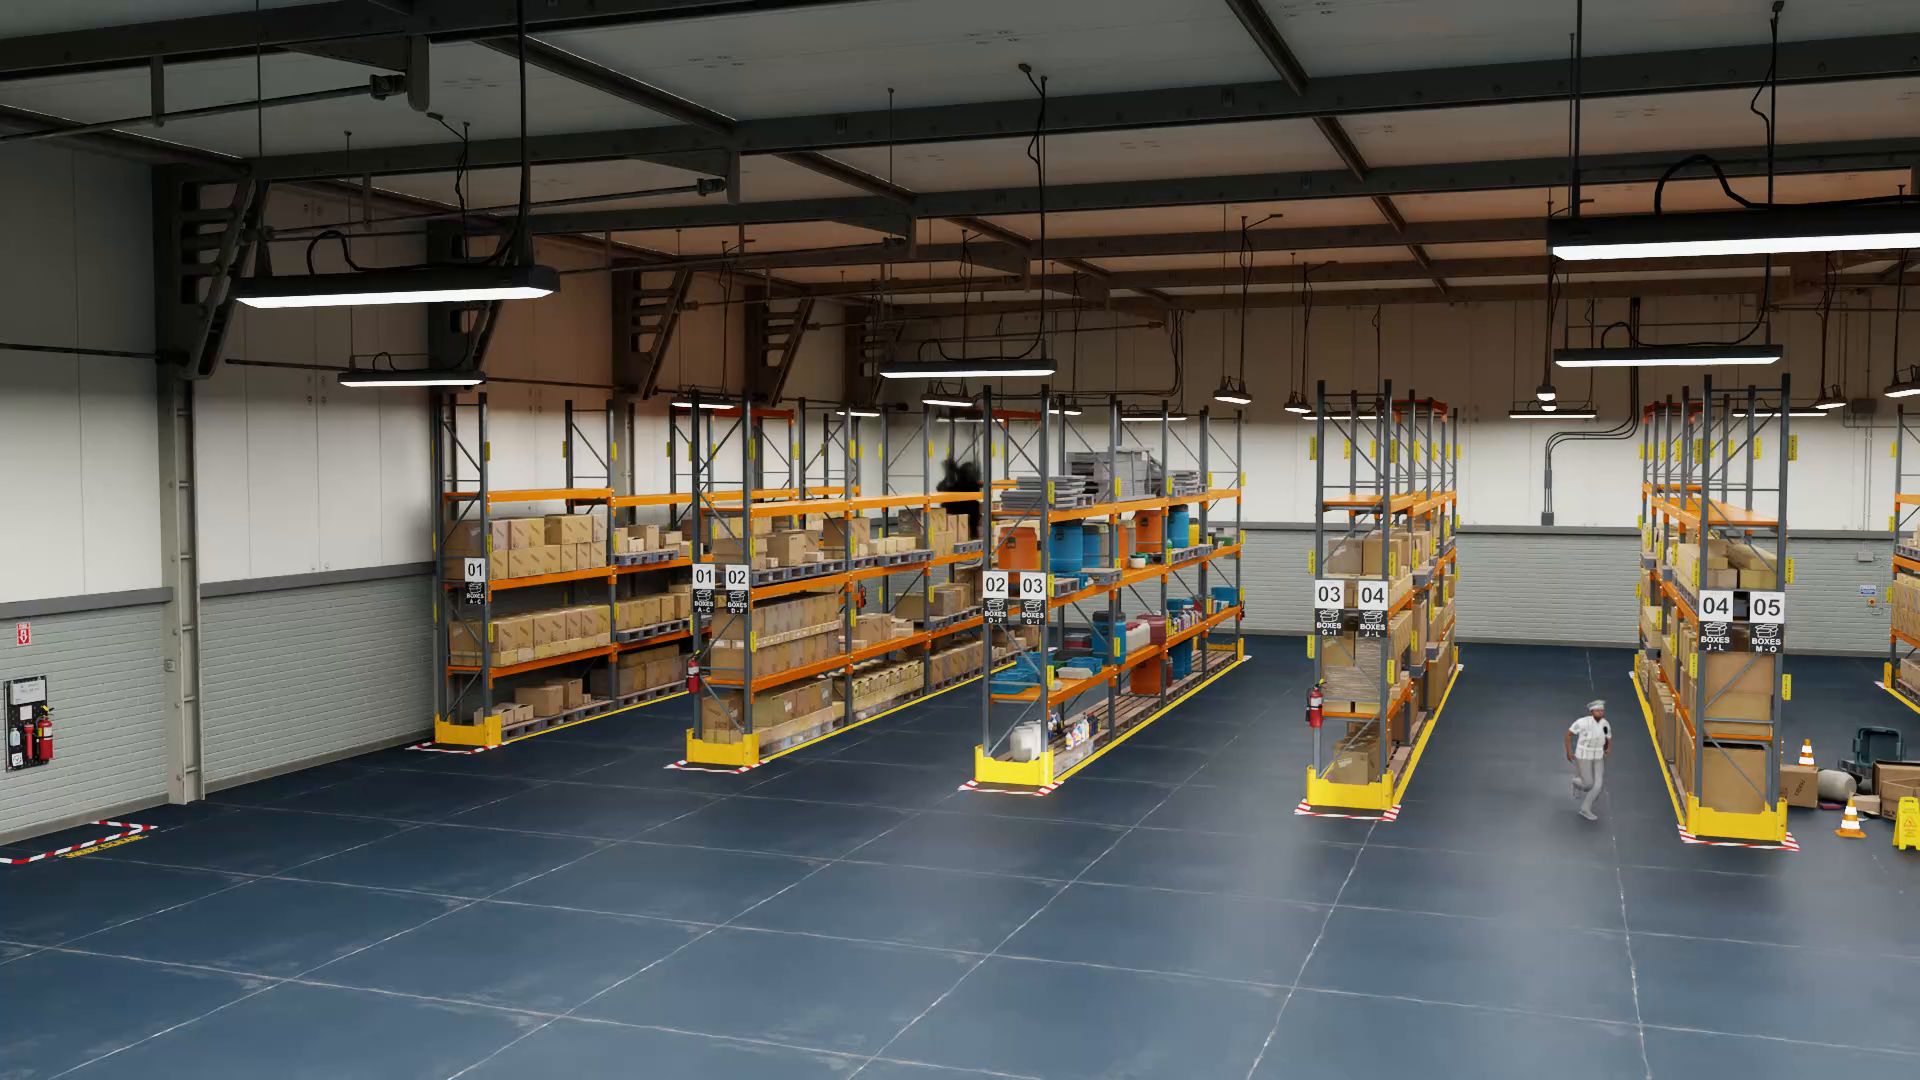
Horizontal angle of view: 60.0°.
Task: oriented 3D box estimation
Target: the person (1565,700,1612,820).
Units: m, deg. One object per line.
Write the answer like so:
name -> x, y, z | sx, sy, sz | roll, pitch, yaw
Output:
person -> 8.617, 2.985, 22.760 | 0.608, 1.647, 0.662 | 0, 3, -7
